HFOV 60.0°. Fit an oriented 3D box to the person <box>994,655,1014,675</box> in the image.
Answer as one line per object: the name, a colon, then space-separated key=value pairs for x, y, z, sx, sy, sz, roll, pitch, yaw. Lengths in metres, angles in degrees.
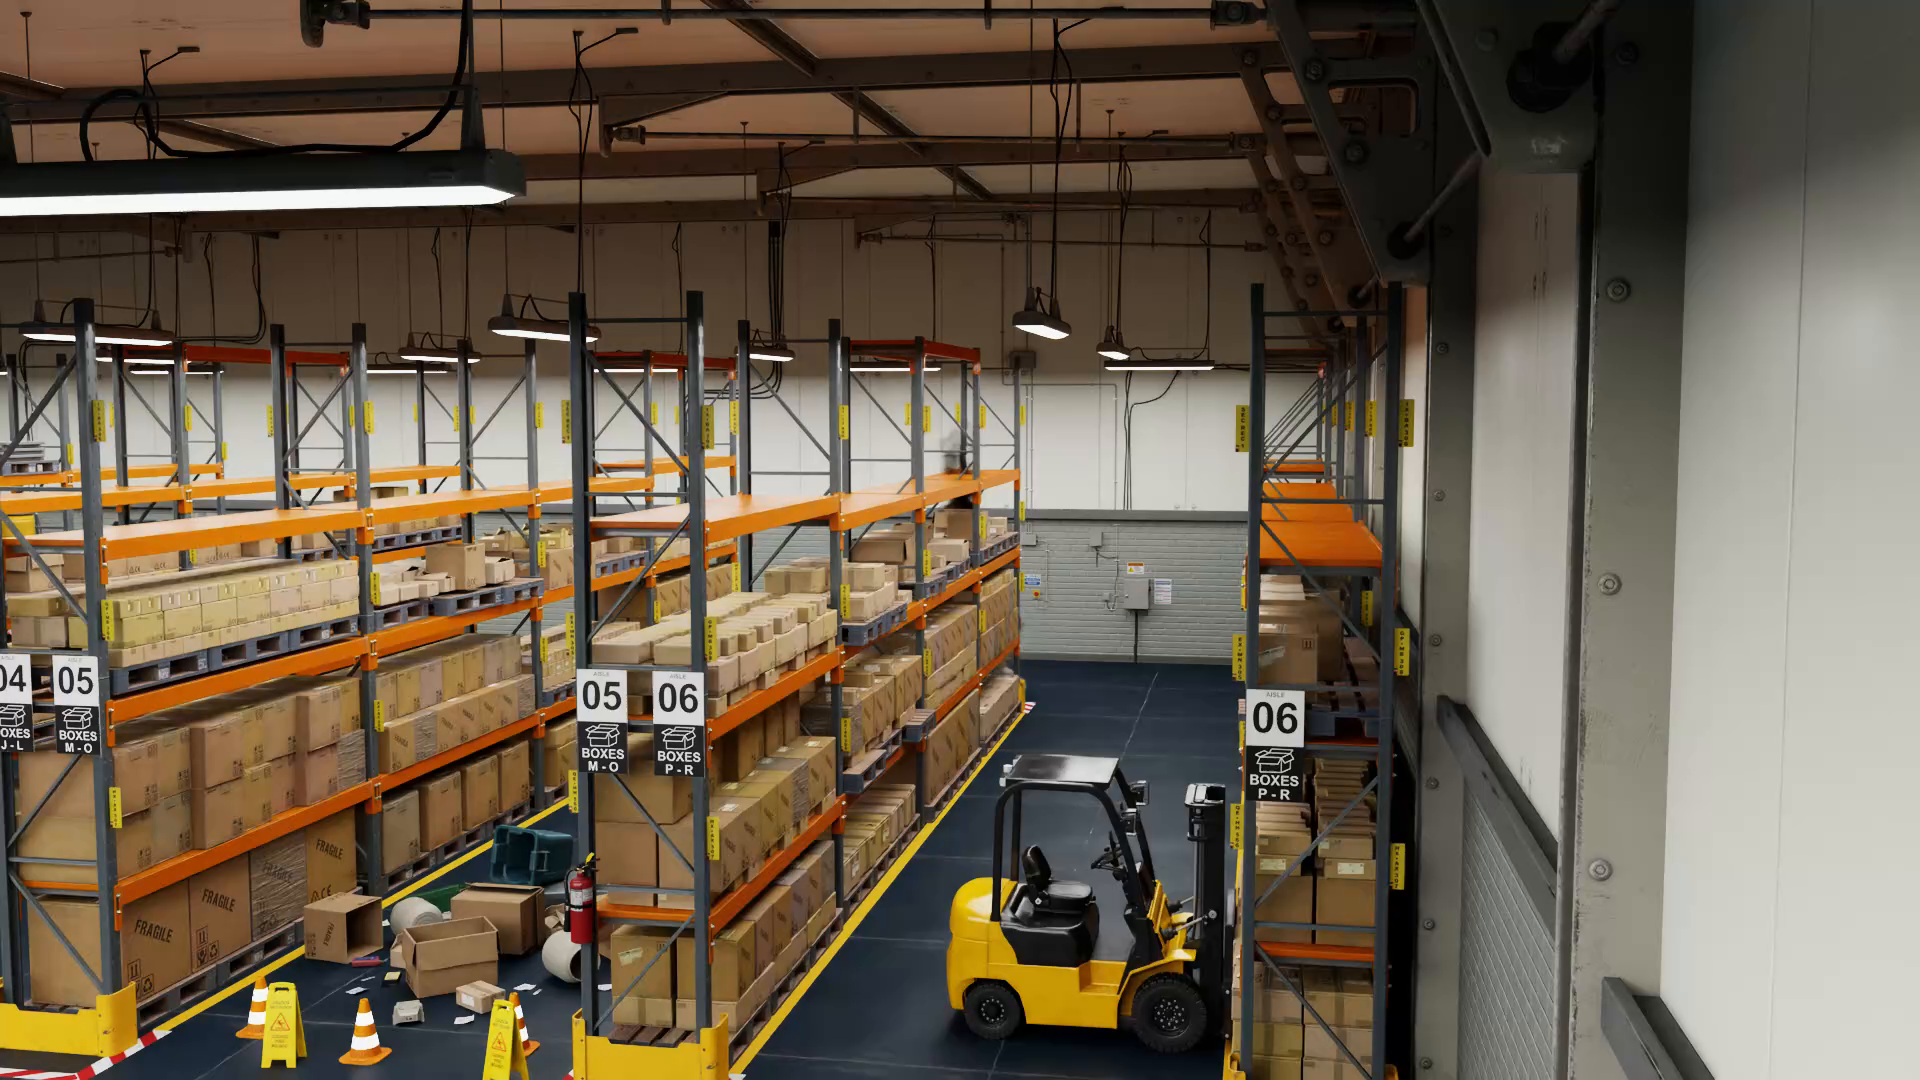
person: x=0.704 y=1.960 z=29.555 sx=0.890 sy=1.755 sz=0.674 roll=4 pitch=6 yaw=40
